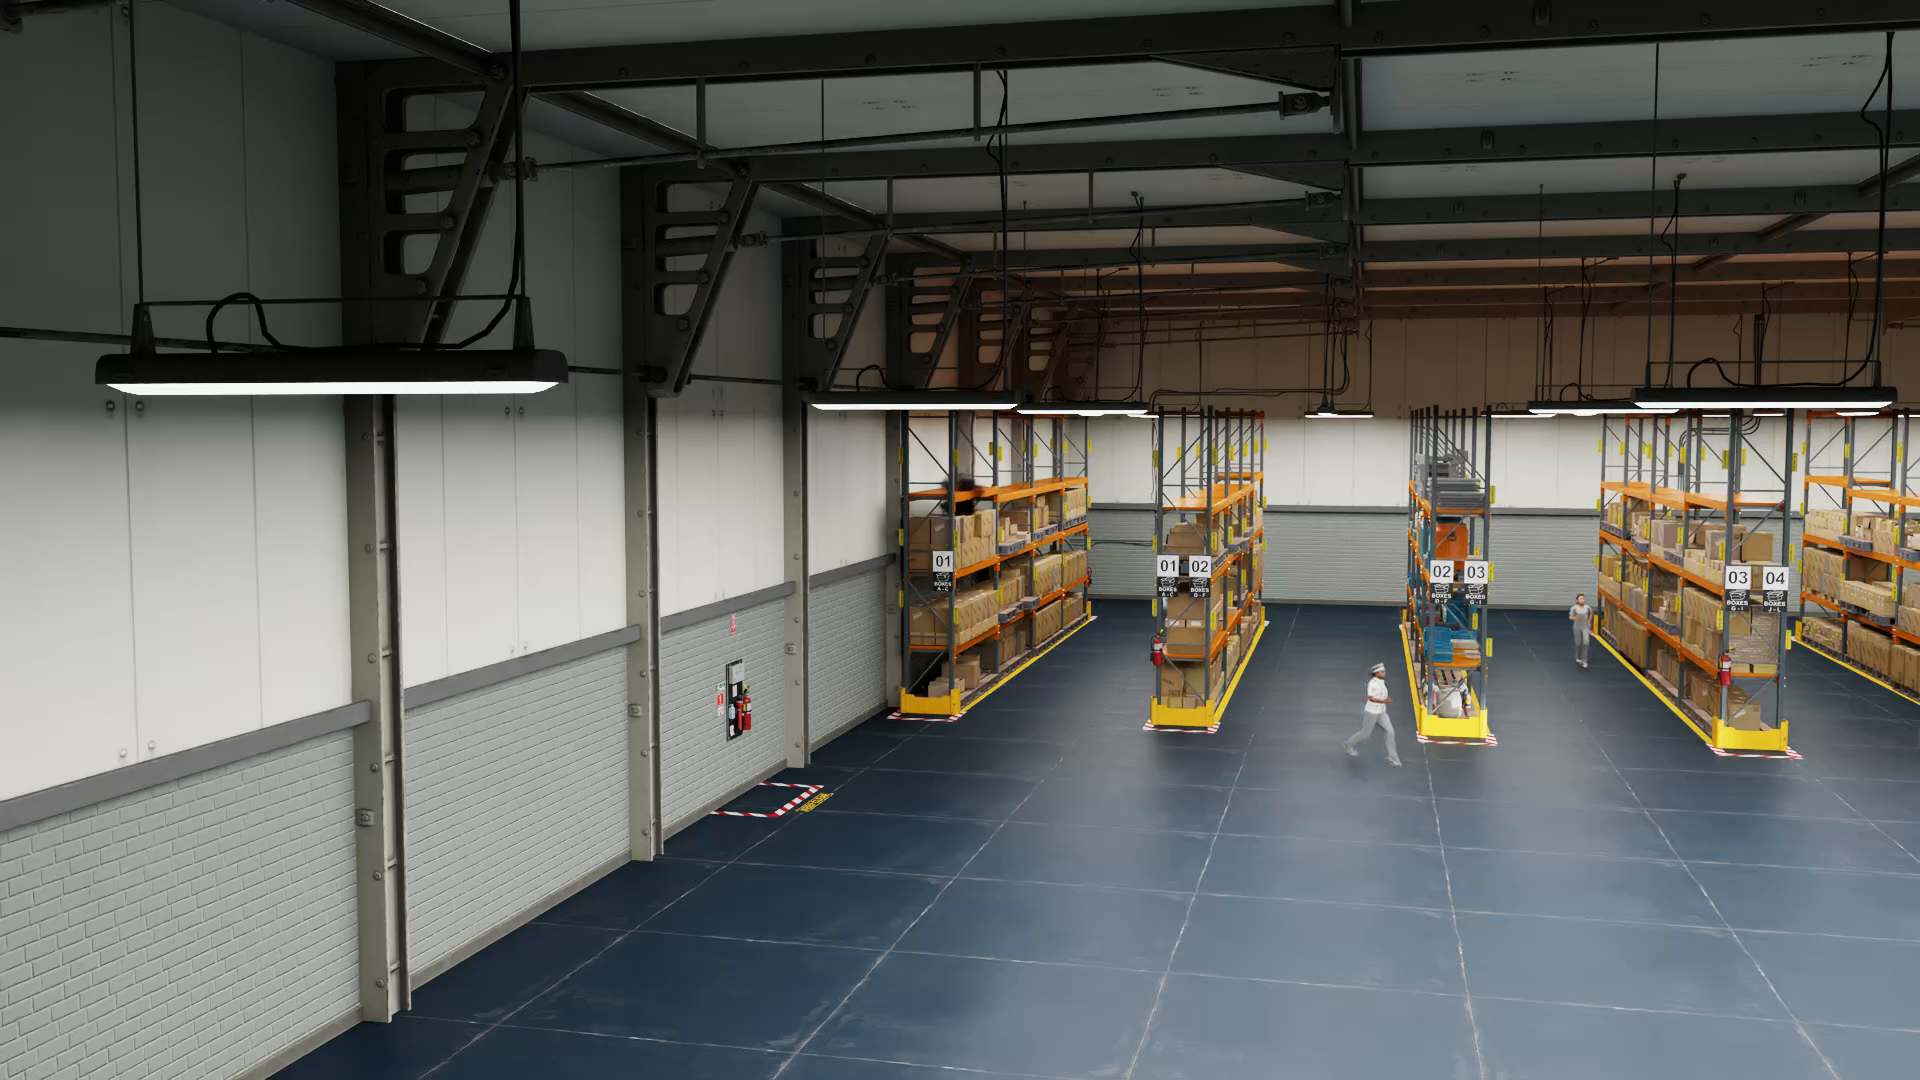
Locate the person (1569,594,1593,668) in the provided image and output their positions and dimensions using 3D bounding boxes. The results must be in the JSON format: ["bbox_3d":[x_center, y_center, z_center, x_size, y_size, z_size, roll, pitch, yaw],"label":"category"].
[{"bbox_3d":[14.489,2.112,38.809,0.546,1.725,0.759,1,4,15],"label":"person"}]

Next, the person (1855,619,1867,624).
[{"bbox_3d":[23.618,1.738,43.586,0.733,1.745,0.813,-2,4,-24],"label":"person"}]

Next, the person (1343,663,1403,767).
[{"bbox_3d":[6.873,2.901,27.726,1.022,1.737,0.525,3,5,40],"label":"person"}]

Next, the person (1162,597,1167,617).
[{"bbox_3d":[5.469,1.805,42.668,0.592,1.730,0.812,1,4,8],"label":"person"}]
